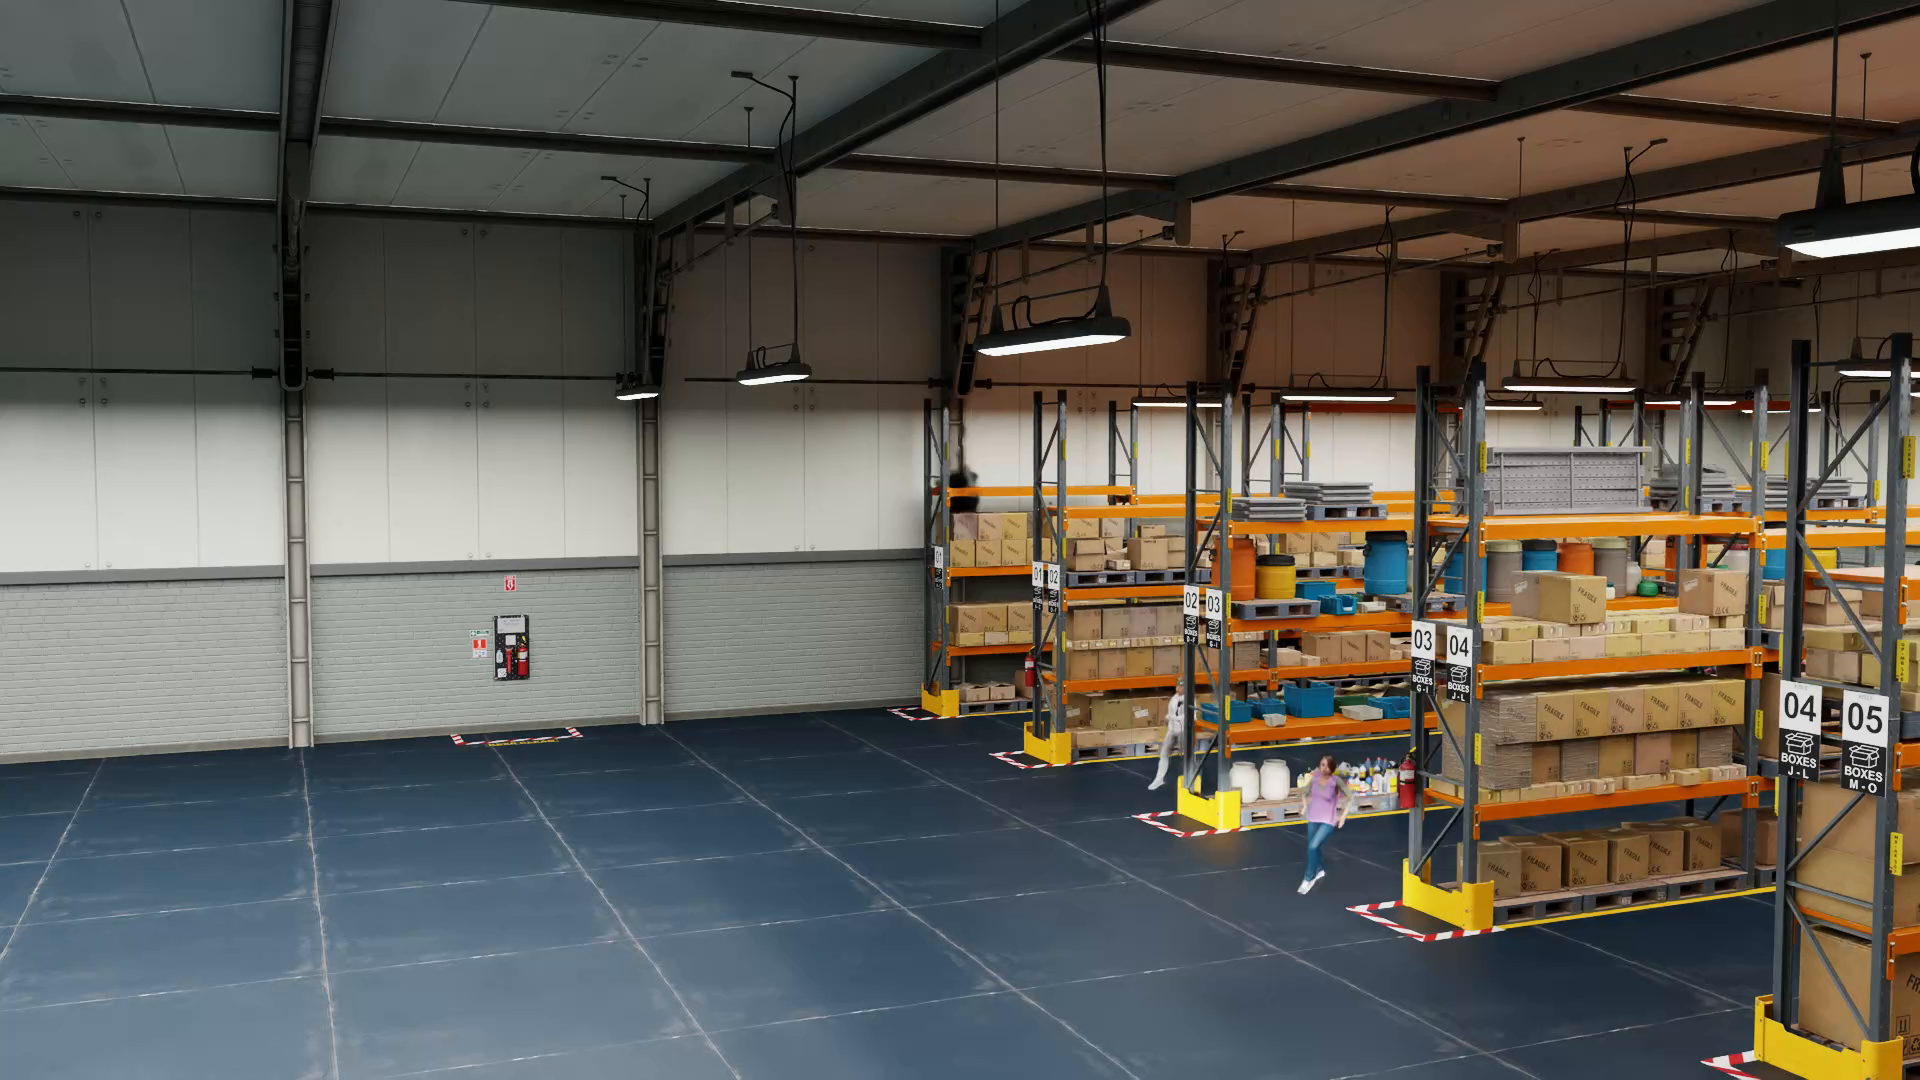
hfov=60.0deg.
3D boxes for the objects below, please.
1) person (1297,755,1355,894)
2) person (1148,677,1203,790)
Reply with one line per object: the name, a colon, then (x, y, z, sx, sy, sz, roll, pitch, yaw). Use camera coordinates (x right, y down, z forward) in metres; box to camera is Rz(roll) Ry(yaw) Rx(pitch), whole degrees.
person: (4.183, 3.257, 19.114, 0.631, 1.605, 0.614, -3, 5, -44)
person: (3.267, 2.853, 24.654, 0.912, 1.685, 0.627, -2, 4, -34)
